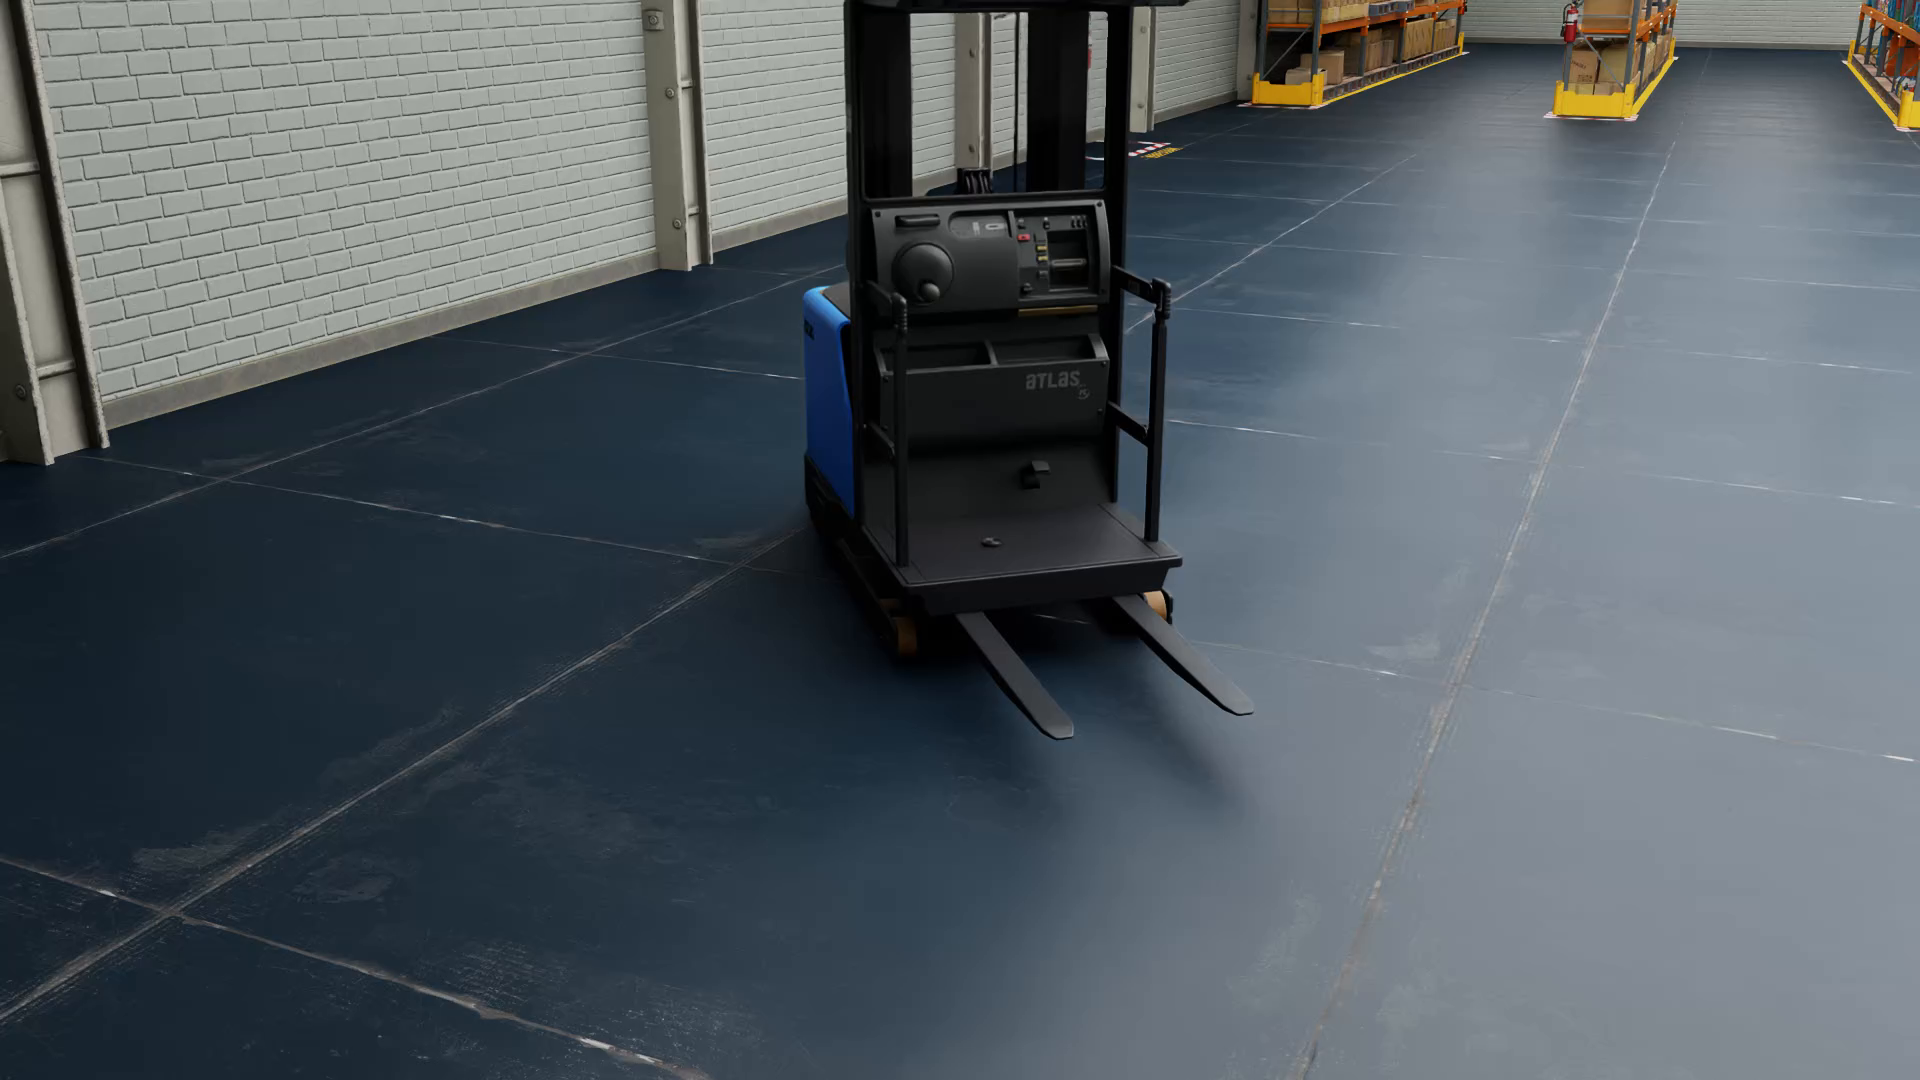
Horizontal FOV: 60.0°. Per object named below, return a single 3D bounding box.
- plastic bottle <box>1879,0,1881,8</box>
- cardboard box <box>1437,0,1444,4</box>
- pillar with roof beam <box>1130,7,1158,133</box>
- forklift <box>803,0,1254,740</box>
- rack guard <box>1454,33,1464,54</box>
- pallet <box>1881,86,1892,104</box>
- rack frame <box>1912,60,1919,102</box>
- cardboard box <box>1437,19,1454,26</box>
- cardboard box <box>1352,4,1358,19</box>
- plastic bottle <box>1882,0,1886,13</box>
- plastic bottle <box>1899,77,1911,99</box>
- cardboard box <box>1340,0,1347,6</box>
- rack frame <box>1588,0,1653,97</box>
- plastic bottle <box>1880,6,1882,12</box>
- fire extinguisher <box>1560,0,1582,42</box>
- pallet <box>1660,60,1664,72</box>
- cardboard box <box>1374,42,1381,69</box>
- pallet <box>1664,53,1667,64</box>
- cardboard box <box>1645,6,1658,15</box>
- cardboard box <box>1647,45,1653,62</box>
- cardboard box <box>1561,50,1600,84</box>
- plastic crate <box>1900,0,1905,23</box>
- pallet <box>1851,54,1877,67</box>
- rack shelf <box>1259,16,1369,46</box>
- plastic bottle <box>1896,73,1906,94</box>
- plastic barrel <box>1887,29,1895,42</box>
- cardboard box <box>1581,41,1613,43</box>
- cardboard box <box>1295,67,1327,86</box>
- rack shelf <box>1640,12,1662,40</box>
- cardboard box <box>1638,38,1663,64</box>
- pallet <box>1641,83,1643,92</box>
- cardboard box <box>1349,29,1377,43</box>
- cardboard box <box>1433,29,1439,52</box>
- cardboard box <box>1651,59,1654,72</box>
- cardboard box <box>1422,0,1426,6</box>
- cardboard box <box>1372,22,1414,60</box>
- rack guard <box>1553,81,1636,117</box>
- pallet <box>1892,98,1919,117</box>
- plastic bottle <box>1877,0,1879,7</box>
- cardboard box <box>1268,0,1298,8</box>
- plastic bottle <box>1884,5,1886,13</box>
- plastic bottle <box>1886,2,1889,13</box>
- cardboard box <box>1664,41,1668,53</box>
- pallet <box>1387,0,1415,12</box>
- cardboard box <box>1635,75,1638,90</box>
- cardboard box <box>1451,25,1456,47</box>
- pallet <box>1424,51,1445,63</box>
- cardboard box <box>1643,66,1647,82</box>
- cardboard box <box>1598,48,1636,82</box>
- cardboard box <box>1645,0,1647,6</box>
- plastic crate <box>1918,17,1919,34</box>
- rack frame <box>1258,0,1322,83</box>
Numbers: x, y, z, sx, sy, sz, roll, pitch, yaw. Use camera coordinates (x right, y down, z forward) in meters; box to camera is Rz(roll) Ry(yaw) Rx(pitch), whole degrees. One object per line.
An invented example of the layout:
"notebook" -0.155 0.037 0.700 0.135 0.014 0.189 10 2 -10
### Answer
"plastic bottle" 18.765 -10.897 33.825 0.097 0.271 0.097 0 20 0
"cardboard box" 10.723 -12.855 38.690 0.980 0.700 0.700 9 21 24
"pillar with roof beam" 6.540 -9.616 21.077 9.100 9.000 0.400 9 21 23
"forklift" 0.186 -1.080 6.133 1.130 2.935 3.031 -6 20 -15
"rack guard" 12.134 -12.602 42.158 1.175 0.500 0.348 9 21 23
"pallet" 16.535 -7.676 28.739 1.003 0.211 1.213 9 21 23
"rack frame" 14.611 -7.522 24.143 1.000 3.000 0.127 9 21 23
"cardboard box" 11.938 -12.728 40.918 0.380 0.149 0.250 9 22 24
"cardboard box" 6.889 -9.550 30.038 0.500 0.250 0.500 8 21 22
"plastic bottle" 18.261 -10.541 32.808 0.061 0.283 0.133 9 21 23
"plastic bottle" 15.212 -7.270 26.730 0.144 0.351 0.185 10 22 25
"cardboard box" 6.471 -9.585 29.019 0.500 0.500 0.500 8 21 21
"rack frame" 11.731 -9.426 29.496 1.000 3.000 0.127 9 21 23
"plastic bottle" 18.536 -10.693 33.355 0.097 0.201 0.097 0 20 0
"fire extinguisher" 9.621 -8.194 26.148 0.296 0.674 0.183 9 21 23
"pallet" 14.708 -10.303 36.126 1.003 0.211 1.213 9 21 23
"cardboard box" 8.106 -9.832 33.712 0.700 0.500 0.500 8 21 22
"pallet" 15.787 -11.141 38.482 1.003 0.211 1.213 9 21 23
"cardboard box" 13.253 -10.217 32.097 0.380 0.149 0.250 9 21 23
"cardboard box" 12.963 -9.307 31.803 0.500 0.311 0.500 8 21 22
"cardboard box" 10.041 -7.663 26.898 0.500 0.500 0.500 9 21 23
"plastic crate" 16.416 -9.117 28.652 0.392 0.384 0.575 9 21 23
"pallet" 20.789 -10.853 37.670 1.003 0.211 1.213 9 21 23
"rack shelf" 6.391 -9.154 29.805 1.077 0.370 4.000 9 21 23
"plastic bottle" 15.539 -7.514 27.418 0.144 0.351 0.185 9 22 24
"plastic barrel" 18.996 -10.019 33.670 0.600 0.901 0.708 9 21 23
"cardboard box" 11.256 -8.582 29.483 0.500 0.500 0.500 9 21 23
"cardboard box" 6.171 -8.195 29.392 0.500 0.311 0.500 11 22 27
"rack shelf" 12.550 -9.698 31.335 1.077 0.370 4.000 9 21 23
"cardboard box" 14.444 -10.252 34.892 0.500 0.500 0.500 8 21 21
"pallet" 11.997 -8.342 30.611 1.003 0.211 1.213 9 21 23
"cardboard box" 8.104 -10.159 33.513 0.500 0.250 0.500 8 21 22
"cardboard box" 10.886 -11.784 39.232 0.700 0.500 0.500 9 21 23
"cardboard box" 13.376 -9.356 32.778 0.500 0.250 0.500 9 22 24
"cardboard box" 10.162 -11.991 37.054 0.380 0.149 0.250 9 21 23
"cardboard box" 9.269 -10.719 35.713 0.750 0.750 0.750 8 21 22
"rack guard" 10.083 -7.018 26.456 1.175 0.500 0.348 9 21 23
"pallet" 15.437 -6.857 26.435 1.003 0.211 1.213 9 21 23
"plastic bottle" 18.985 -11.082 34.327 0.061 0.283 0.133 9 21 23
"cardboard box" 5.571 -9.347 28.349 0.500 0.500 0.500 8 21 22
"plastic bottle" 18.100 -10.368 32.442 0.097 0.201 0.097 0 20 0
"plastic bottle" 17.901 -10.252 32.011 0.097 0.271 0.097 0 20 0
"cardboard box" 16.231 -11.519 38.830 0.500 0.250 0.500 9 21 23
"pallet" 8.654 -11.004 34.221 1.213 0.211 1.003 9 21 23
"cardboard box" 11.335 -7.850 28.542 0.500 0.250 0.500 9 21 23
"cardboard box" 11.929 -12.565 41.427 0.700 0.500 0.500 9 21 23
"pallet" 10.869 -11.458 39.371 1.003 0.211 1.213 9 21 23
"cardboard box" 12.333 -8.573 30.576 0.500 0.250 0.500 9 22 24
"cardboard box" 10.719 -7.745 27.128 0.500 0.500 0.500 9 21 23
"cardboard box" 13.180 -10.501 32.653 0.500 0.311 0.500 10 22 26
"plastic crate" 14.542 -7.646 24.714 0.499 0.251 0.616 9 21 23
"rack frame" 5.572 -8.881 27.966 1.000 3.000 0.127 9 21 23
